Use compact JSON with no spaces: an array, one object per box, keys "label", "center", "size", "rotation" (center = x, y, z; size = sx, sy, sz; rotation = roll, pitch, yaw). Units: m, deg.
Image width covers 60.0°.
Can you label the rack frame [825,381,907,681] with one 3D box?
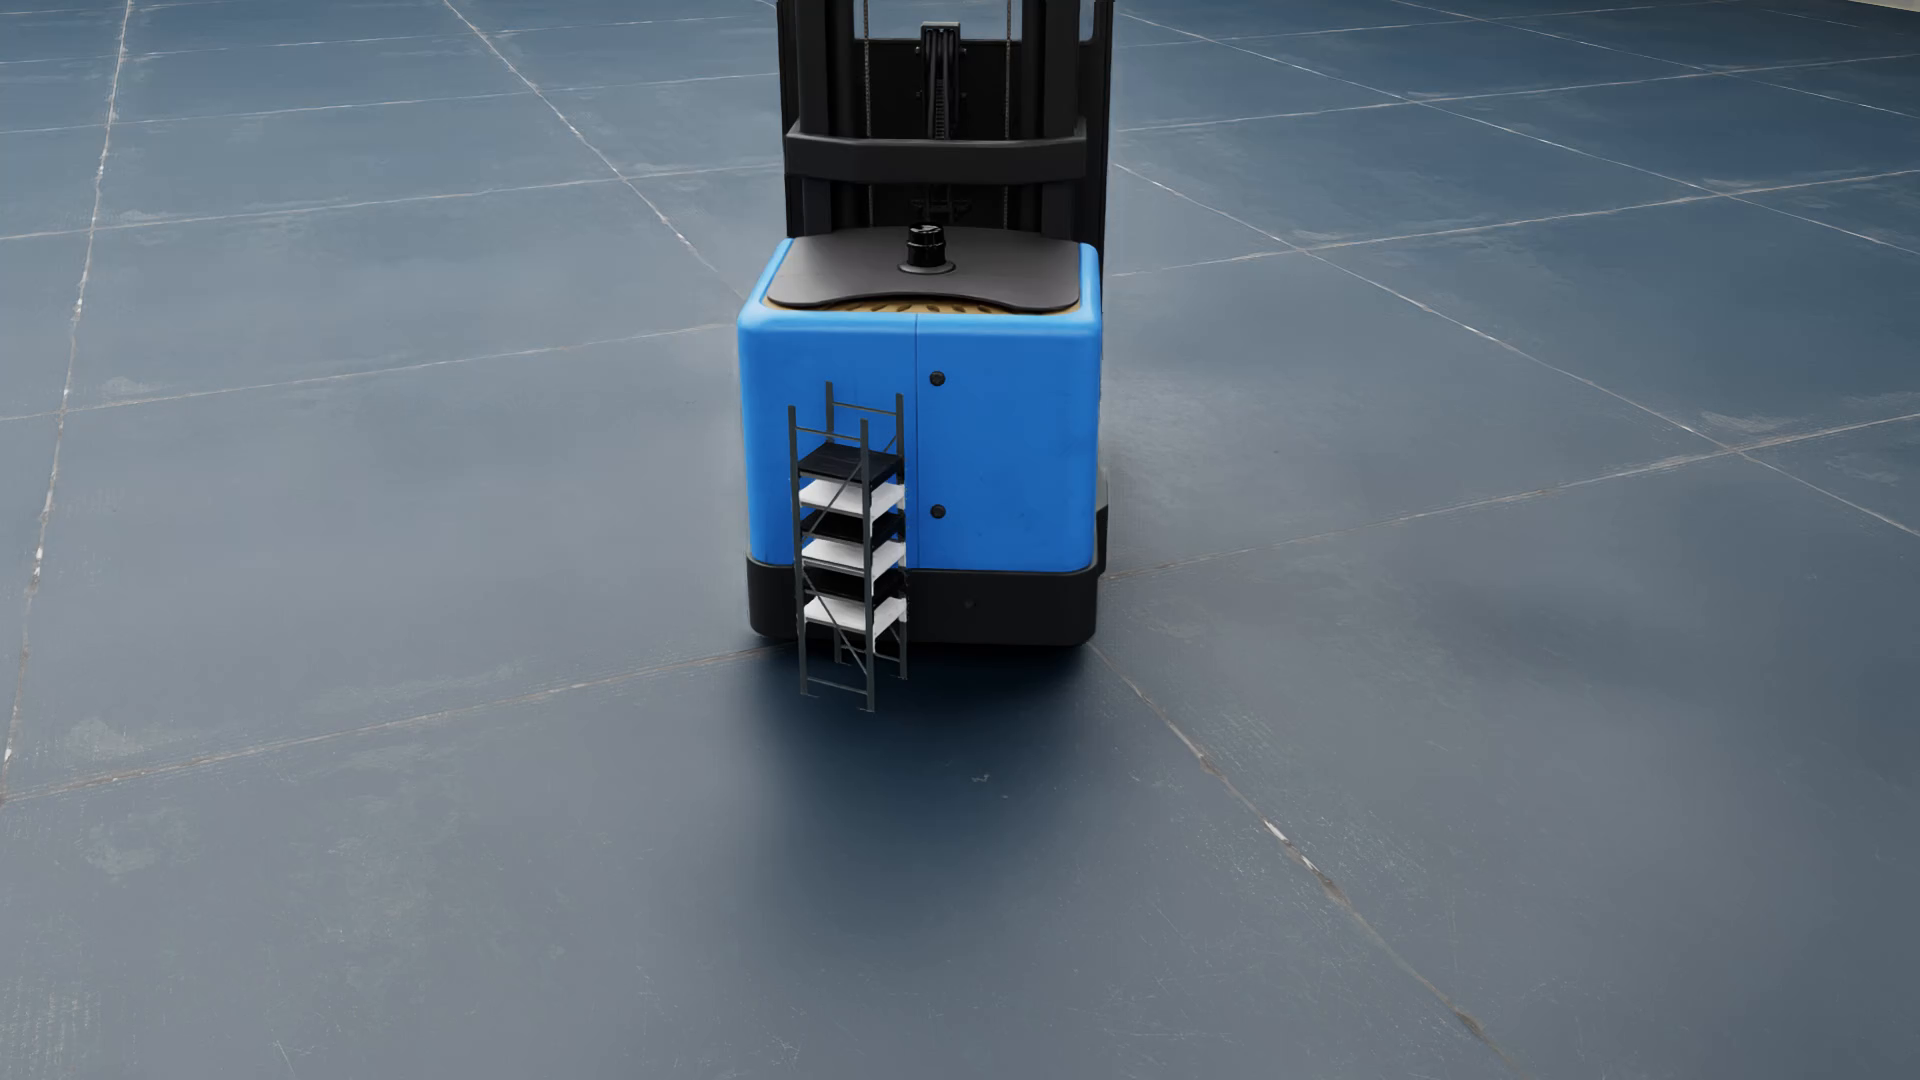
[{"label":"rack frame","center":[-0.264,-0.013,4.751],"size":[0.240,0.900,0.006],"rotation":[12,28,22]}]

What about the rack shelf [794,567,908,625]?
[{"label":"rack shelf","center":[-0.308,0.138,4.722],"size":[0.258,0.077,0.200],"rotation":[12,28,22]}]

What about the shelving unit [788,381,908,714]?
[{"label":"shelving unit","center":[-0.308,0.027,4.668],"size":[0.258,0.900,0.210],"rotation":[12,28,22]}]

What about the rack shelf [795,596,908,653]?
[{"label":"rack shelf","center":[-0.308,0.219,4.761],"size":[0.258,0.077,0.200],"rotation":[12,28,22]}]

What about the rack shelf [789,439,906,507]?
[{"label":"rack shelf","center":[-0.307,-0.186,4.564],"size":[0.258,0.077,0.200],"rotation":[12,28,22]}]

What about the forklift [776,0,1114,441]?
[{"label":"forklift","center":[-0.029,-1.603,5.764],"size":[1.118,2.867,2.937],"rotation":[1,26,3]}]

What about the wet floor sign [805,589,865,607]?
[{"label":"wet floor sign","center":[-4.264,2.018,0.882],"size":[8.619,0.644,8.375],"rotation":[-1,26,-3]}]

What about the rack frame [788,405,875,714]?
[{"label":"rack frame","center":[-0.351,0.067,4.585],"size":[0.240,0.900,0.006],"rotation":[12,28,22]}]

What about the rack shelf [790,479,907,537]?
[{"label":"rack shelf","center":[-0.307,-0.105,4.603],"size":[0.258,0.077,0.200],"rotation":[12,28,22]}]

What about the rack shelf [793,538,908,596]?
[{"label":"rack shelf","center":[-0.308,0.057,4.682],"size":[0.258,0.077,0.200],"rotation":[12,28,22]}]

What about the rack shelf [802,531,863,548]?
[{"label":"rack shelf","center":[-0.307,-0.037,4.636],"size":[0.199,0.015,0.184],"rotation":[12,28,22]}]
